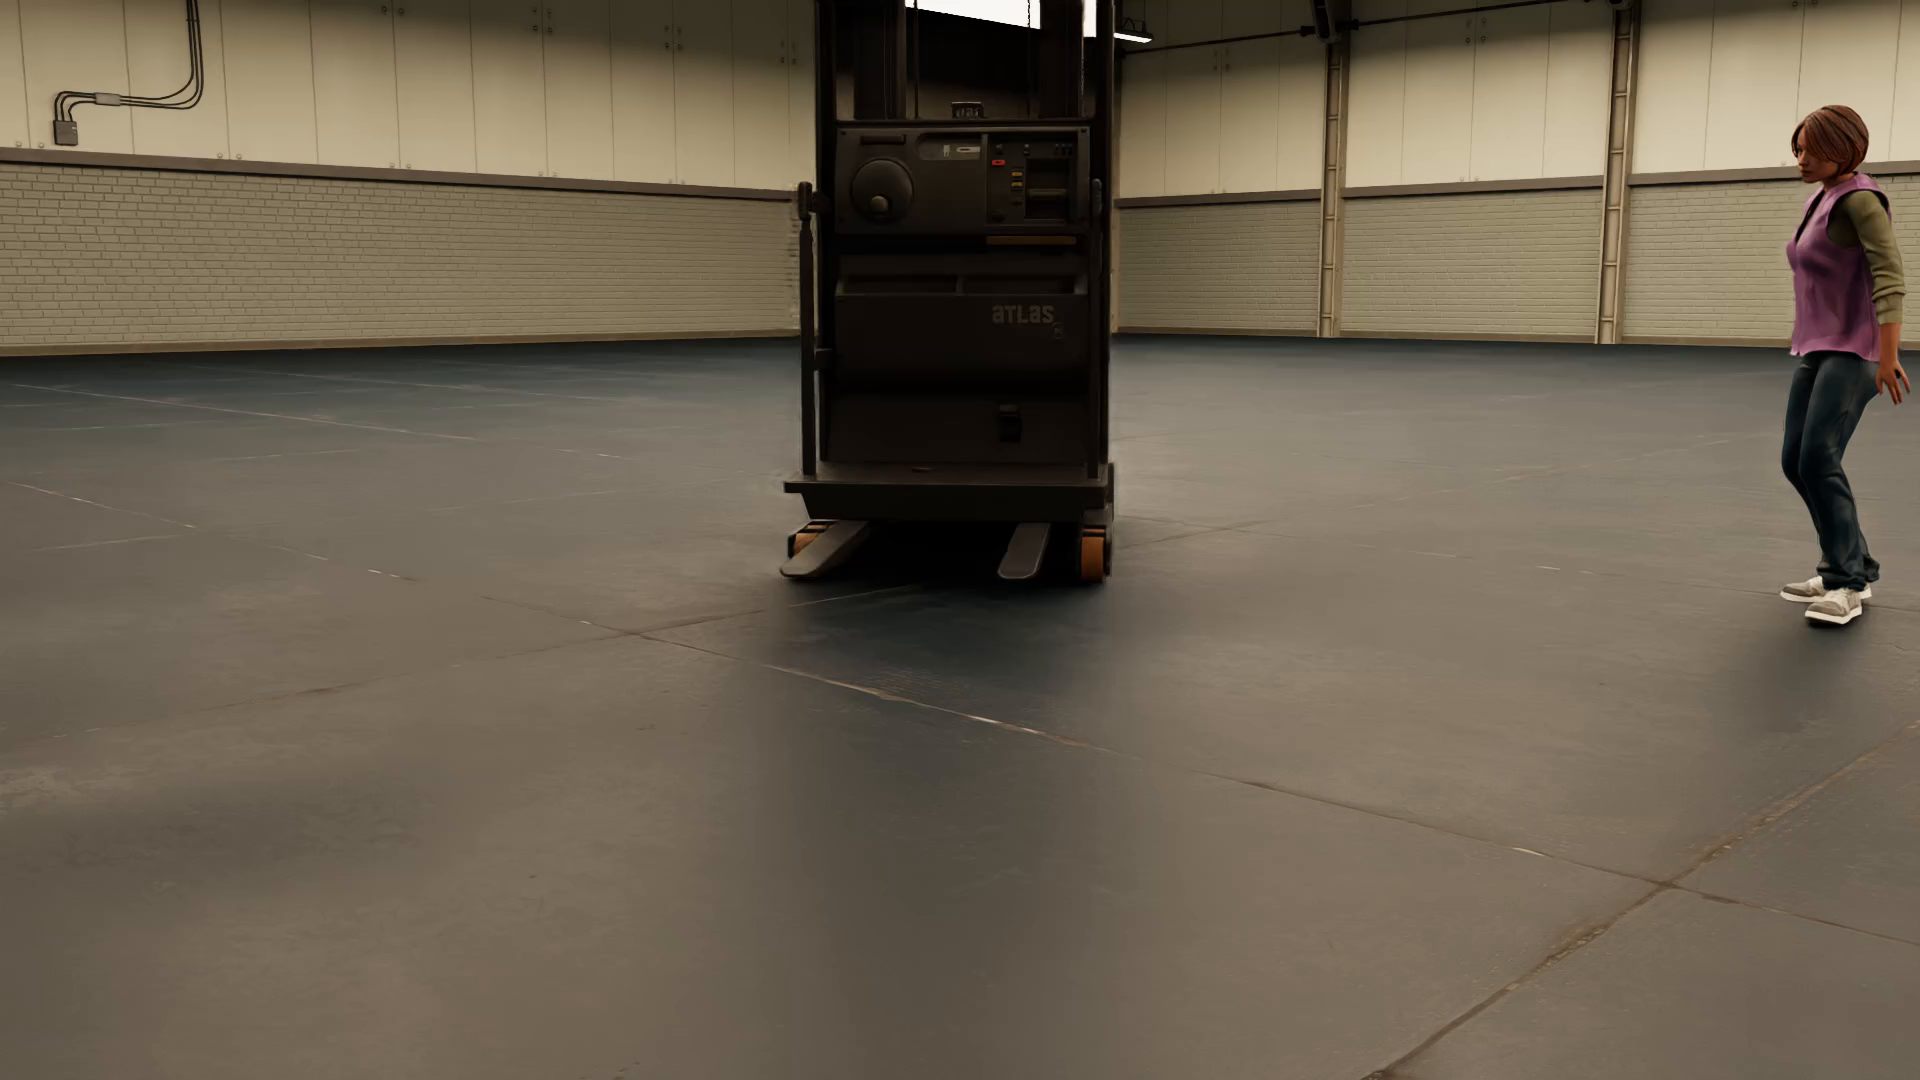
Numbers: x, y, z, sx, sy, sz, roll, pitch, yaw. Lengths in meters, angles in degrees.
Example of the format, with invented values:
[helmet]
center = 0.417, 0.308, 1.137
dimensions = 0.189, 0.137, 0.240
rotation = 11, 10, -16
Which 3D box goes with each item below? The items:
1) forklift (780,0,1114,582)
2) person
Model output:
[forklift]
center = -0.011, -1.353, 5.859
dimensions = 1.130, 2.935, 3.031
rotation = 1, 9, 5
[person]
center = 2.748, -0.549, 5.183
dimensions = 0.392, 1.563, 0.733
rotation = 1, 9, 9
